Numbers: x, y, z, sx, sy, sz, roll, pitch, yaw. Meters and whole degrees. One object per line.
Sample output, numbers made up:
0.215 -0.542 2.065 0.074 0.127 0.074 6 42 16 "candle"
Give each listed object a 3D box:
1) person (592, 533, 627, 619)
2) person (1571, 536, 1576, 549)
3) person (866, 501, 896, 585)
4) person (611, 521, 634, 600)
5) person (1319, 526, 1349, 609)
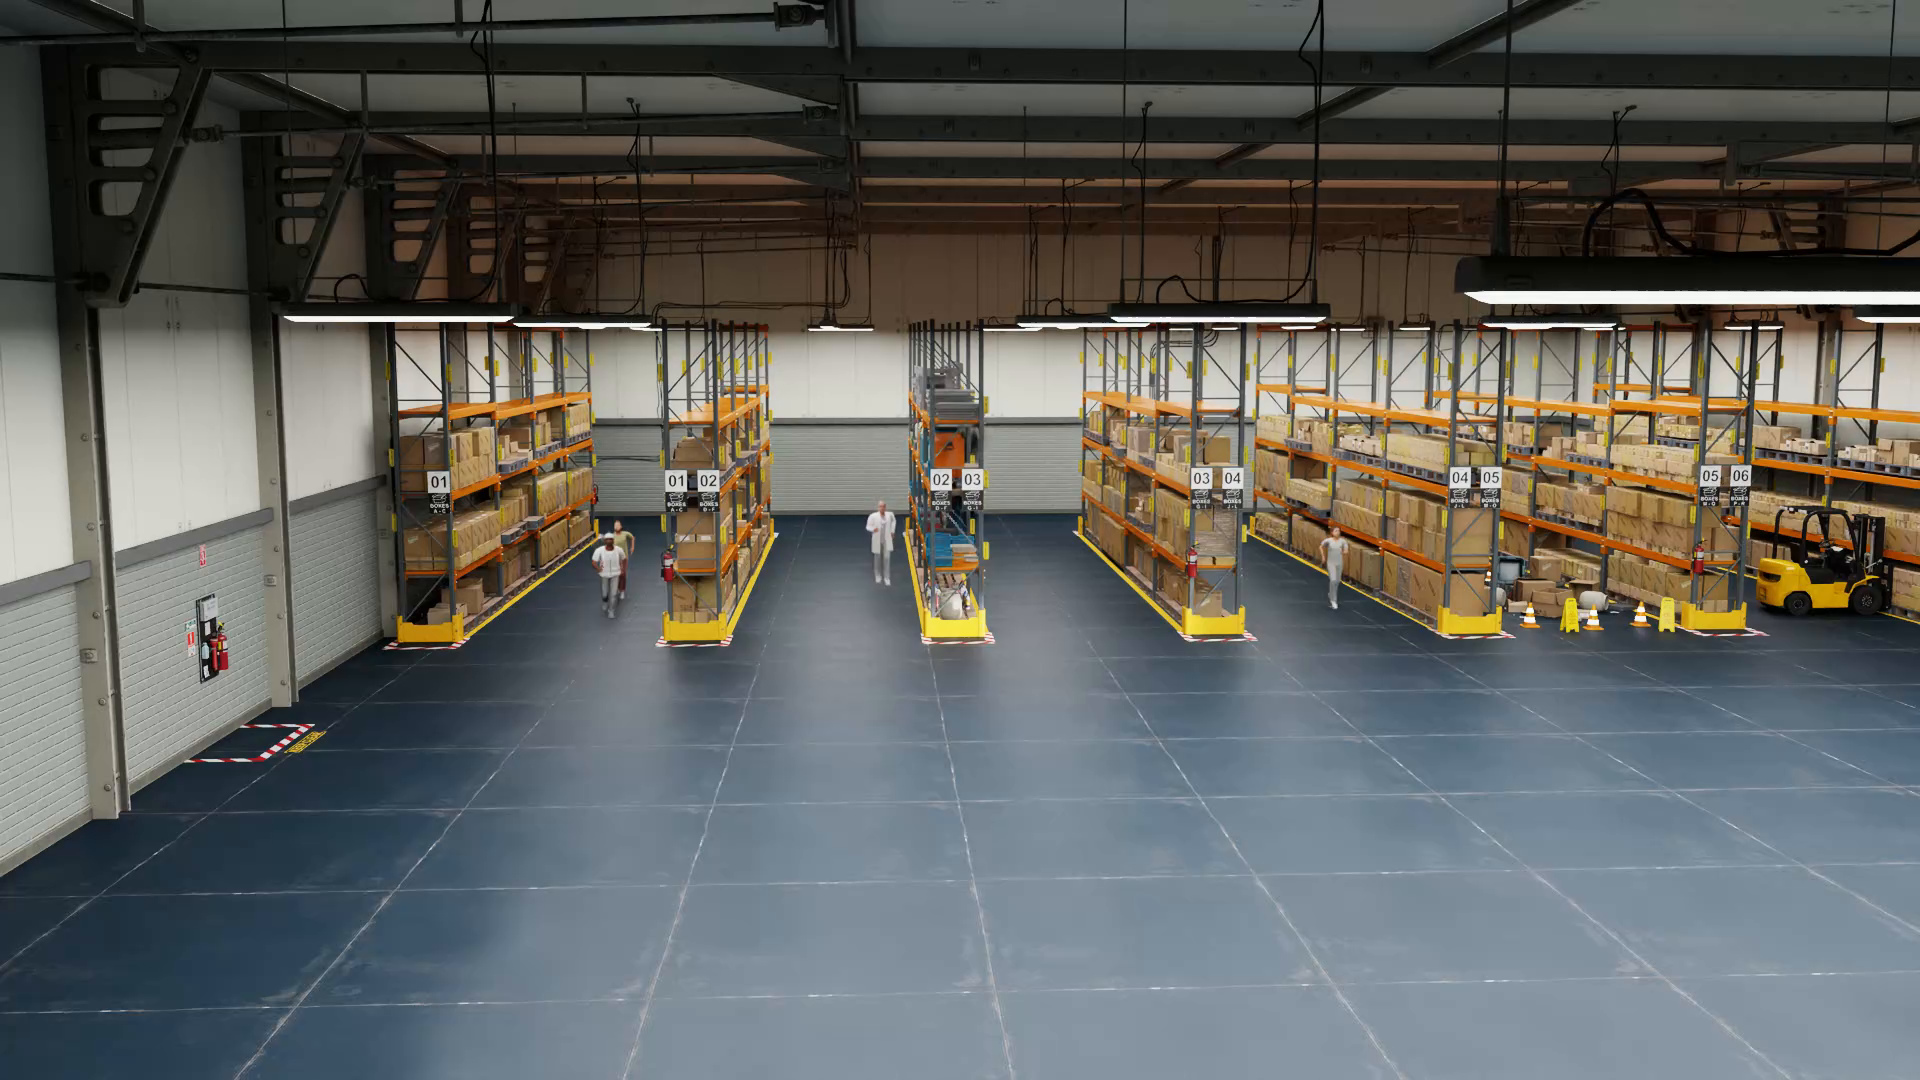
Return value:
-7.095 0.708 33.703 0.704 1.724 0.668 -2 7 -17 "person"
15.696 -0.395 42.648 0.643 1.776 0.737 -1 7 -6 "person"
-1.714 0.053 36.368 0.673 1.824 0.972 -1 7 -9 "person"
-7.422 0.413 36.354 0.581 1.708 0.871 -1 7 -5 "person"
7.909 0.547 35.121 0.543 1.710 0.840 -1 7 -7 "person"
